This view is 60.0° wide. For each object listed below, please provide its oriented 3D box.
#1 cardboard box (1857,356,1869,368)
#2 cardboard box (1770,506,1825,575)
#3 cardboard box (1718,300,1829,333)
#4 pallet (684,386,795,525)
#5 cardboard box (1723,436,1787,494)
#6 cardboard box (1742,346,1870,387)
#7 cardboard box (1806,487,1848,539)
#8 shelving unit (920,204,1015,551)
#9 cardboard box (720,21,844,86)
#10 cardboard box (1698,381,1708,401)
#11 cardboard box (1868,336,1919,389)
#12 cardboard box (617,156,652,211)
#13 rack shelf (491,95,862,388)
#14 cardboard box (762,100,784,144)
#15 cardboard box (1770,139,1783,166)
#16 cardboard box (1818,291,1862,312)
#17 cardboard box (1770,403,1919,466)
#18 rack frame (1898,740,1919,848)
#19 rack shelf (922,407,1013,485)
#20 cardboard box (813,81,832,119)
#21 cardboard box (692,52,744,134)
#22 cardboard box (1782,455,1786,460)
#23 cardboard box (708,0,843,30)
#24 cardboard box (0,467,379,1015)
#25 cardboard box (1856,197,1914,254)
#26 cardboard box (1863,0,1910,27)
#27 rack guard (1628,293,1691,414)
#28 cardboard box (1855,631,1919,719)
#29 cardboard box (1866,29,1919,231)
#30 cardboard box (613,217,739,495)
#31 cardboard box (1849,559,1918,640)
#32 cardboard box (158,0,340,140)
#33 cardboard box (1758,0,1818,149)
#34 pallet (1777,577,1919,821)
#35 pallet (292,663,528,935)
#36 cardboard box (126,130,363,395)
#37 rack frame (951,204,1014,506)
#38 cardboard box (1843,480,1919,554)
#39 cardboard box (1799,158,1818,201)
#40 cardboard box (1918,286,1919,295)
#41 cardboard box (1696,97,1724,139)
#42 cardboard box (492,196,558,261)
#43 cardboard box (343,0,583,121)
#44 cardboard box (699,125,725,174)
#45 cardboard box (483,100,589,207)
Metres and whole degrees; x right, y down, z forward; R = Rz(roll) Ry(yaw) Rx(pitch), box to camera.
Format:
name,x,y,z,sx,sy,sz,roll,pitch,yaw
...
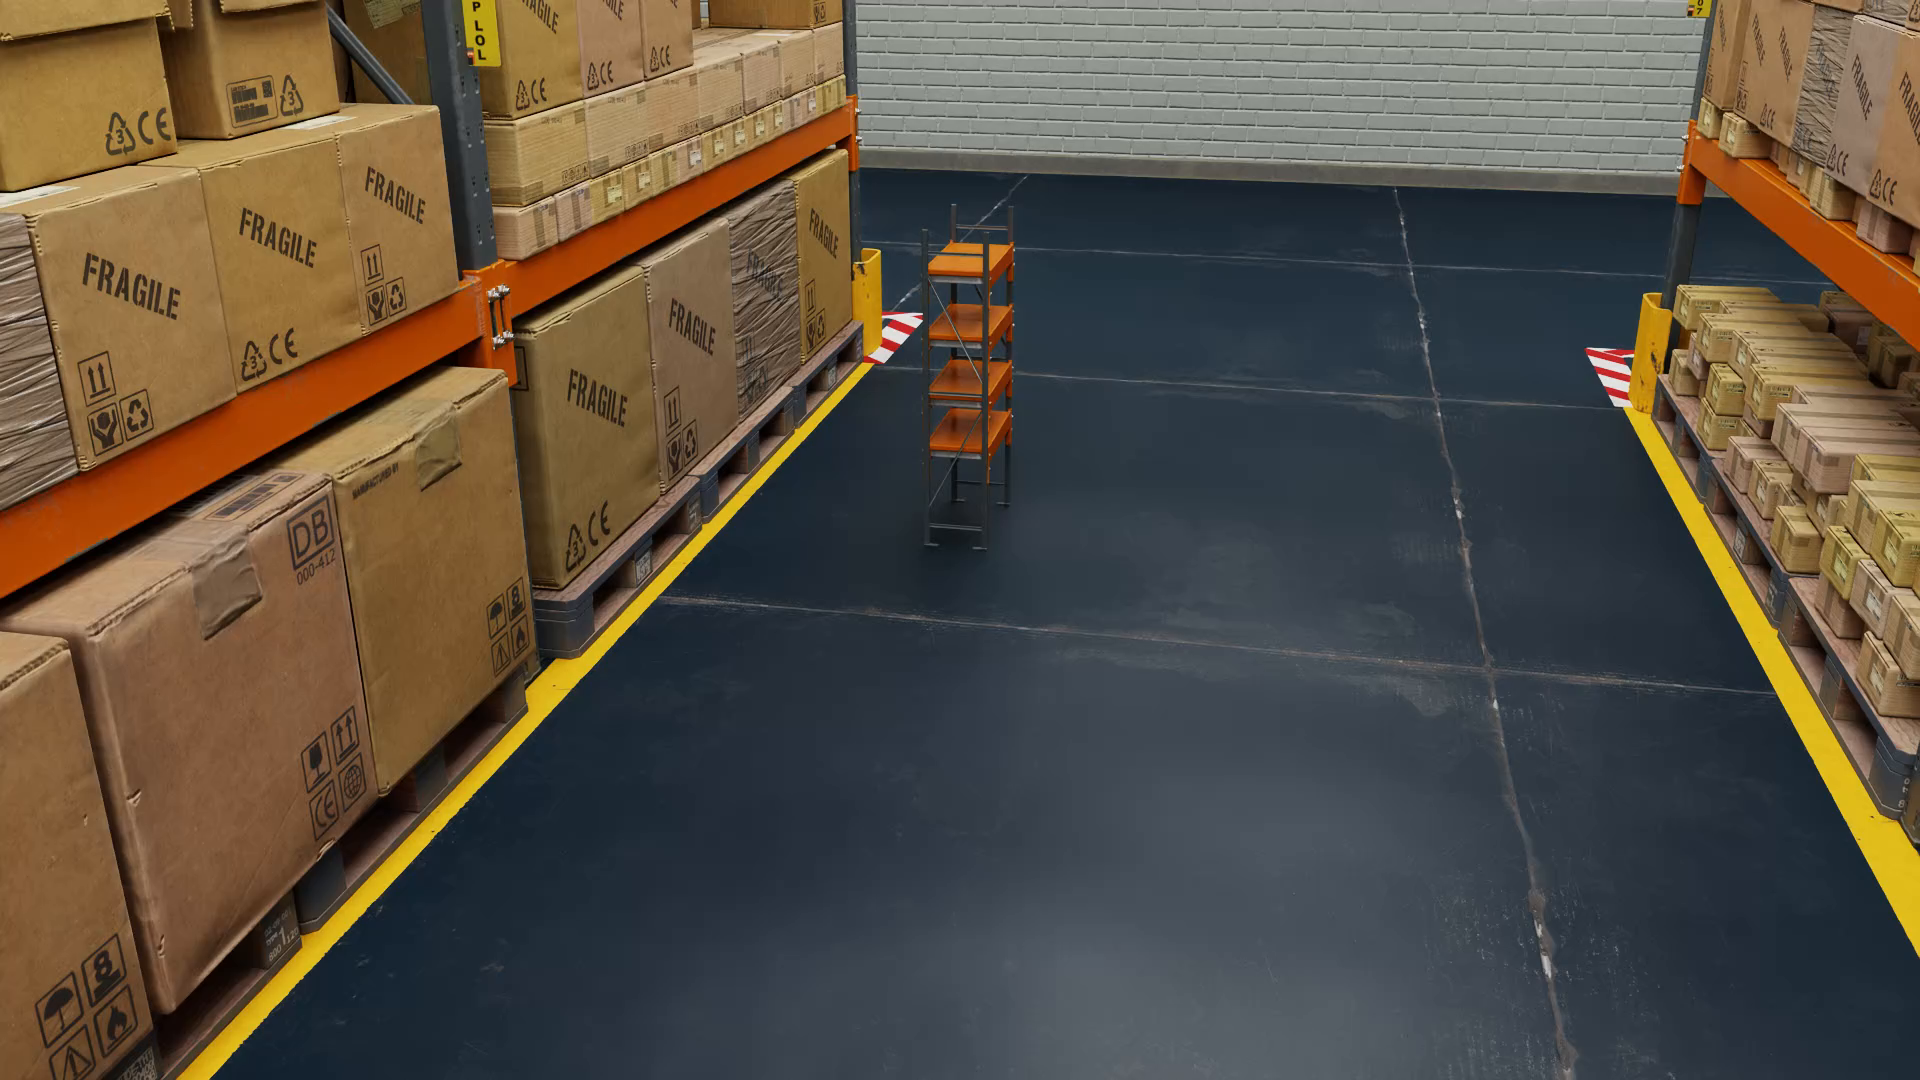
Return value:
name,x,y,z,sx,sy,sz,roll,pitch,yaw
cardboard box,3.882,-0.639,6.781,0.380,0.149,0.250,4,22,9
cardboard box,2.956,0.009,5.571,0.380,0.149,0.250,4,22,11
cardboard box,3.436,-0.906,7.047,0.380,0.149,0.250,5,22,12
pallet,-1.358,-0.412,7.094,1.003,0.211,1.213,4,22,11
cardboard box,3.123,-0.275,6.276,0.380,0.149,0.250,3,22,8
cardboard box,3.224,-0.626,6.351,0.380,0.149,0.250,5,23,13
cardboard box,3.012,-0.099,5.440,0.380,0.149,0.250,5,22,12
shelving unit,0.034,-0.617,6.280,0.258,1.200,0.503,4,22,11
cardboard box,-0.860,-2.320,7.901,0.500,0.250,0.500,4,22,10
cardboard box,3.421,-0.637,7.174,0.380,0.149,0.250,4,22,11
cardboard box,3.803,-0.687,6.503,0.380,0.149,0.250,4,22,9
cardboard box,-1.292,-1.241,5.756,0.380,0.149,0.250,4,22,9
rack shelf,-1.429,-1.384,6.737,1.077,0.370,4.000,4,22,11
cardboard box,-0.978,-1.803,7.152,0.380,0.149,0.250,4,22,10
cardboard box,3.390,-1.528,6.469,0.380,0.149,0.250,6,23,13
cardboard box,3.954,-0.969,7.203,0.380,0.149,0.250,5,22,12
cardboard box,3.010,-0.352,5.670,0.380,0.149,0.250,4,22,9
rack frame,2.998,-0.571,3.756,1.000,3.000,0.127,4,22,11
rack shelf,0.034,-0.371,6.379,0.258,0.148,0.480,4,22,11
cardboard box,-0.822,-2.082,7.844,0.380,0.149,0.250,5,22,11
cardboard box,-1.170,-1.757,6.504,0.500,0.250,0.500,4,22,11
cardboard box,3.247,-0.388,6.157,0.380,0.149,0.250,6,23,14
cardboard box,-0.863,-2.667,7.759,0.500,0.500,0.500,5,22,12
cardboard box,-2.129,0.367,3.708,1.225,0.875,0.875,4,22,9
cardboard box,2.989,-0.966,5.074,0.380,0.149,0.250,3,22,9
cardboard box,3.048,-1.787,4.905,0.500,0.500,0.500,5,22,12
rack guard,3.799,-0.846,7.786,1.175,0.500,0.348,4,22,11
cardboard box,2.745,0.387,4.631,0.380,0.149,0.250,5,22,12
cardboard box,2.927,-1.144,4.646,0.500,0.500,0.500,4,22,9
cardboard box,-1.440,-0.760,6.506,0.875,0.875,0.875,4,22,11
cardboard box,2.794,0.179,4.749,0.380,0.149,0.250,3,22,8
cardboard box,-1.959,-1.263,3.999,0.797,0.503,0.637,4,22,10
cardboard box,3.256,-1.699,6.025,0.500,0.500,0.500,5,22,12
pallet,3.100,0.474,4.893,1.003,0.211,1.213,4,22,11
pallet,-1.921,0.595,4.592,1.003,0.211,1.213,4,22,11
cardboard box,-1.773,-0.660,3.843,0.500,0.500,0.500,5,23,13
rack frame,0.084,-0.706,6.501,0.240,1.200,0.015,4,22,11
cardboard box,2.873,-0.057,4.938,0.380,0.149,0.250,4,22,10
cardboard box,3.159,-1.249,5.777,0.380,0.149,0.250,5,23,13
cardboard box,2.773,-0.679,4.361,0.380,0.149,0.250,4,22,9
cardboard box,3.427,-1.824,7.203,0.380,0.149,0.250,4,22,10
cardboard box,-1.451,-0.952,5.039,0.380,0.149,0.250,5,22,11
cardboard box,-1.489,-1.558,5.005,0.500,0.500,0.500,4,22,11
cardboard box,-1.134,-1.522,6.455,0.380,0.149,0.250,4,22,9
cardboard box,-1.485,-1.206,5.136,0.500,0.250,0.500,4,22,10
